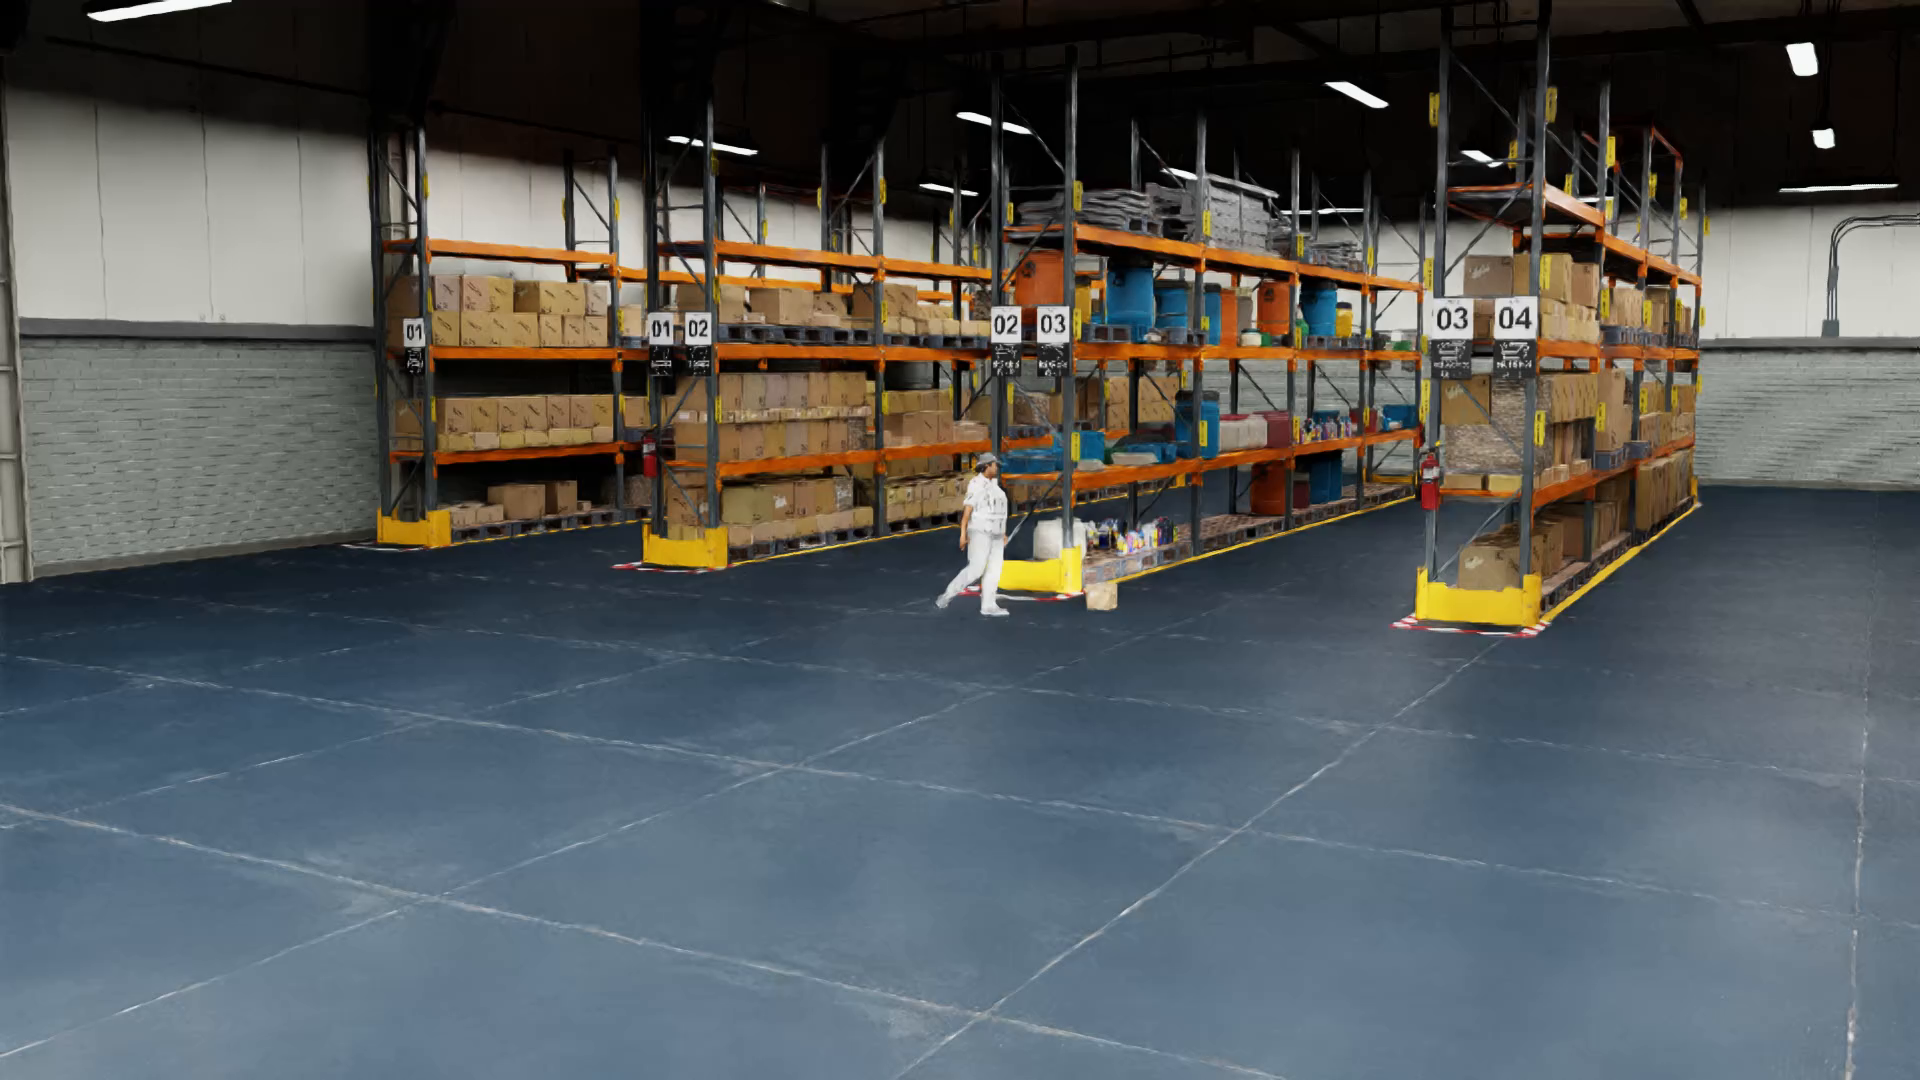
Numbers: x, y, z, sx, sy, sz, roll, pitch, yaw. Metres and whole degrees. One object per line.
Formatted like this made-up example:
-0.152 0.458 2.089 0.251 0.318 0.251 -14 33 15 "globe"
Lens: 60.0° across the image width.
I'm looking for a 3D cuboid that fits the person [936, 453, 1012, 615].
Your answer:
0.149 -0.056 16.933 0.586 1.659 0.681 4 7 34 "person"
